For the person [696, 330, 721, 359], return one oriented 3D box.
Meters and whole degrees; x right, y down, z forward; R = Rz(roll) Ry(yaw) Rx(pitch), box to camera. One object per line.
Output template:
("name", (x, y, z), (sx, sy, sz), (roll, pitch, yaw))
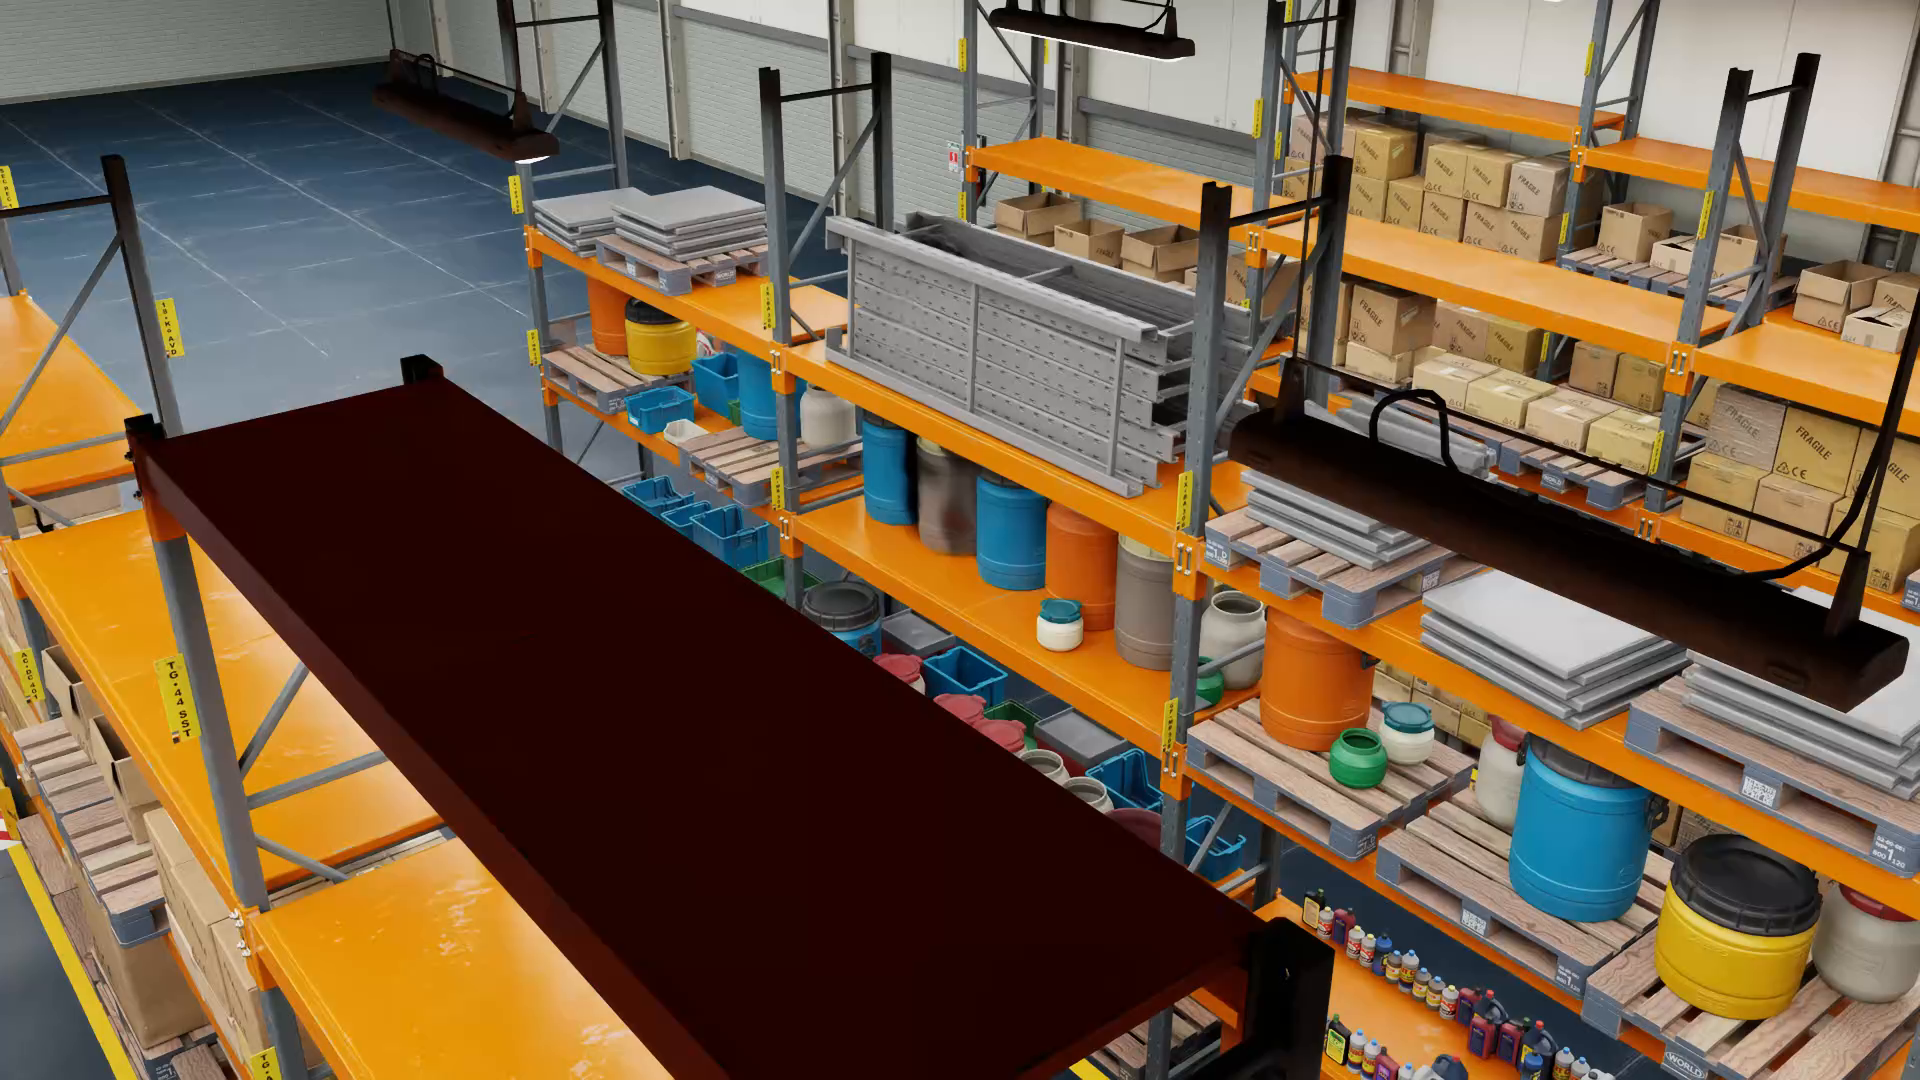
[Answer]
("person", (-3.042, -1.900, 20.290), (0.905, 1.727, 0.682), (-4, 26, -9))
